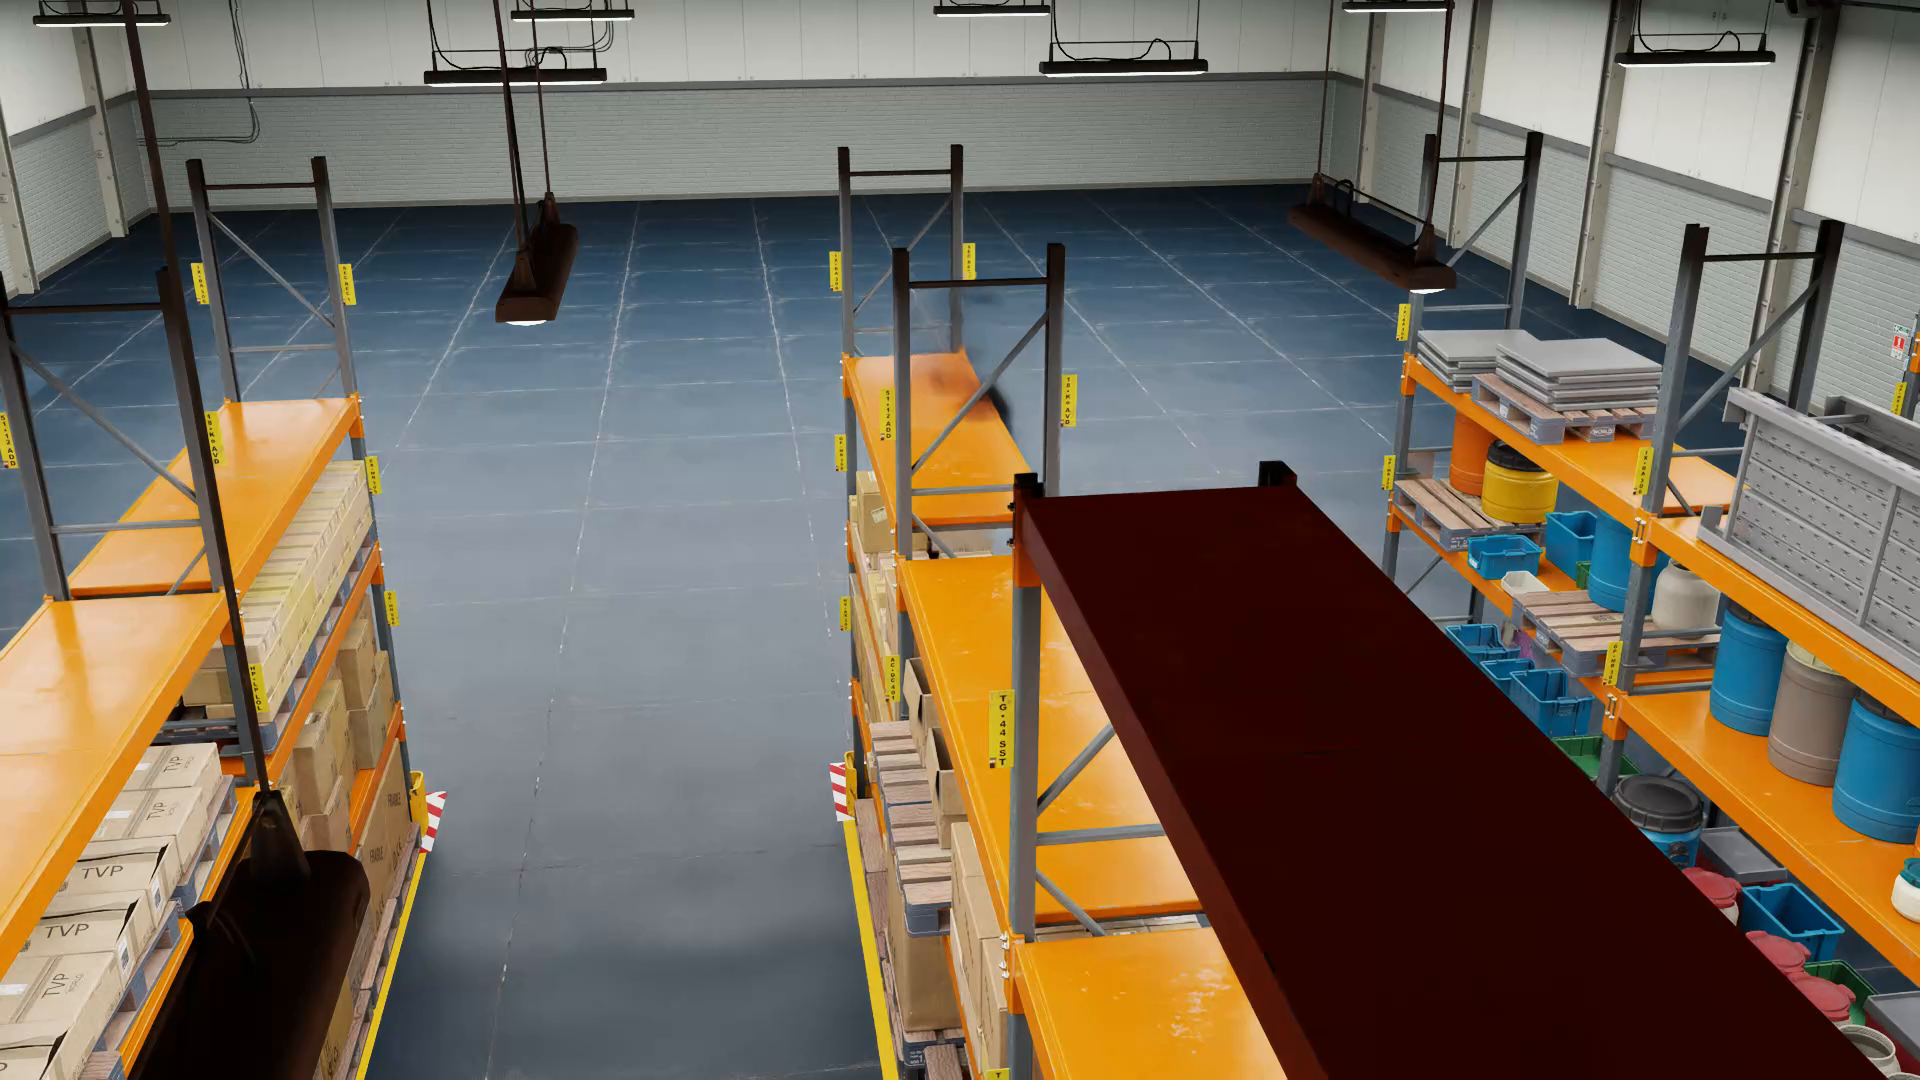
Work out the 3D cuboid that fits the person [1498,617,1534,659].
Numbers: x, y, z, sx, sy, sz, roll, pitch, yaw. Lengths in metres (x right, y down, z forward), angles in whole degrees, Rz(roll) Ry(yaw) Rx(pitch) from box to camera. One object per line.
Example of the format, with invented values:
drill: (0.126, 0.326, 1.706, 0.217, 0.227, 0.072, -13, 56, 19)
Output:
person: (5.509, 1.226, 16.488, 0.565, 1.531, 0.521, -19, 28, -39)
